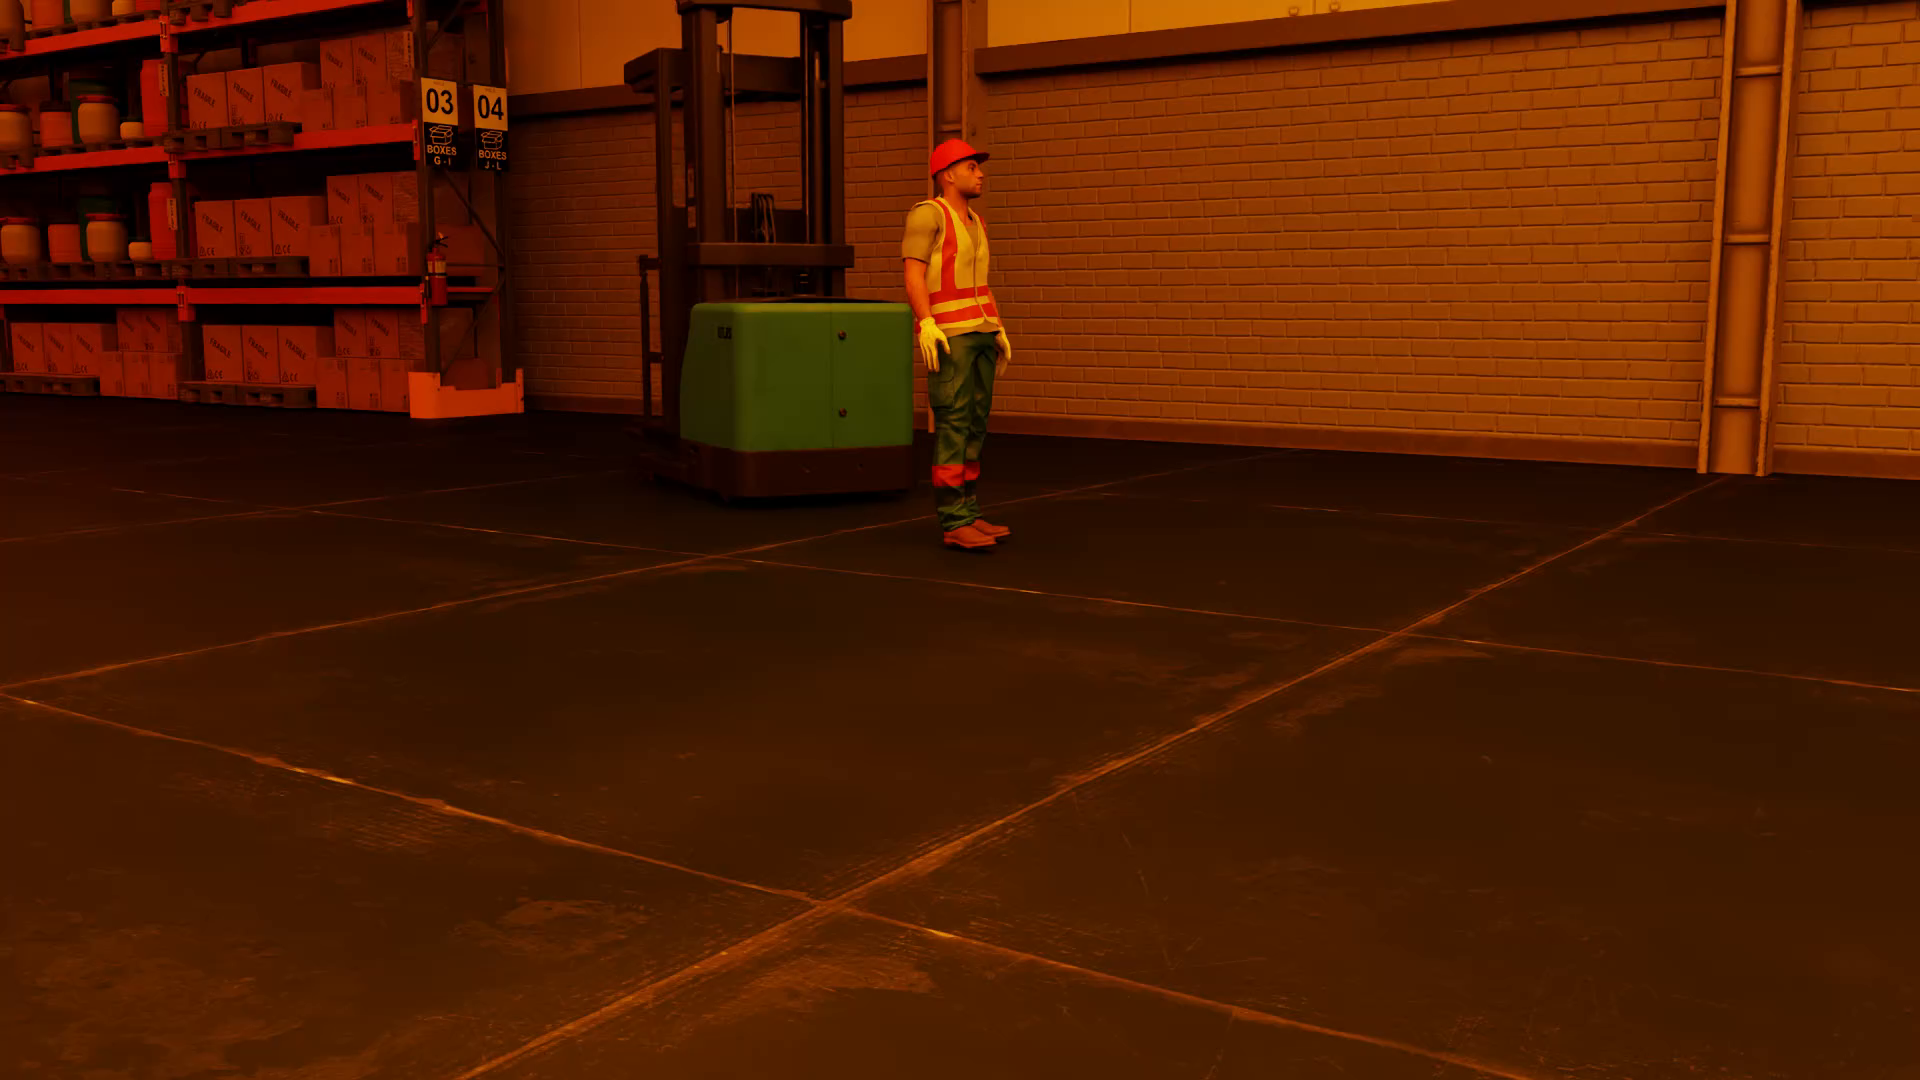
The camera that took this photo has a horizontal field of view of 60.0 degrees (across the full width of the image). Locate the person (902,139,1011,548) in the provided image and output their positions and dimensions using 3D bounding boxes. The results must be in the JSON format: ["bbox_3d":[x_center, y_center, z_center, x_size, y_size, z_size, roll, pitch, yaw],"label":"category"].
[{"bbox_3d":[0.060,-0.885,7.422,0.562,1.790,0.637,5,10,34],"label":"person"}]

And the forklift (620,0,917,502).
[{"bbox_3d":[-1.344,-1.818,9.978,1.130,2.935,3.031,-4,9,-26],"label":"forklift"}]
